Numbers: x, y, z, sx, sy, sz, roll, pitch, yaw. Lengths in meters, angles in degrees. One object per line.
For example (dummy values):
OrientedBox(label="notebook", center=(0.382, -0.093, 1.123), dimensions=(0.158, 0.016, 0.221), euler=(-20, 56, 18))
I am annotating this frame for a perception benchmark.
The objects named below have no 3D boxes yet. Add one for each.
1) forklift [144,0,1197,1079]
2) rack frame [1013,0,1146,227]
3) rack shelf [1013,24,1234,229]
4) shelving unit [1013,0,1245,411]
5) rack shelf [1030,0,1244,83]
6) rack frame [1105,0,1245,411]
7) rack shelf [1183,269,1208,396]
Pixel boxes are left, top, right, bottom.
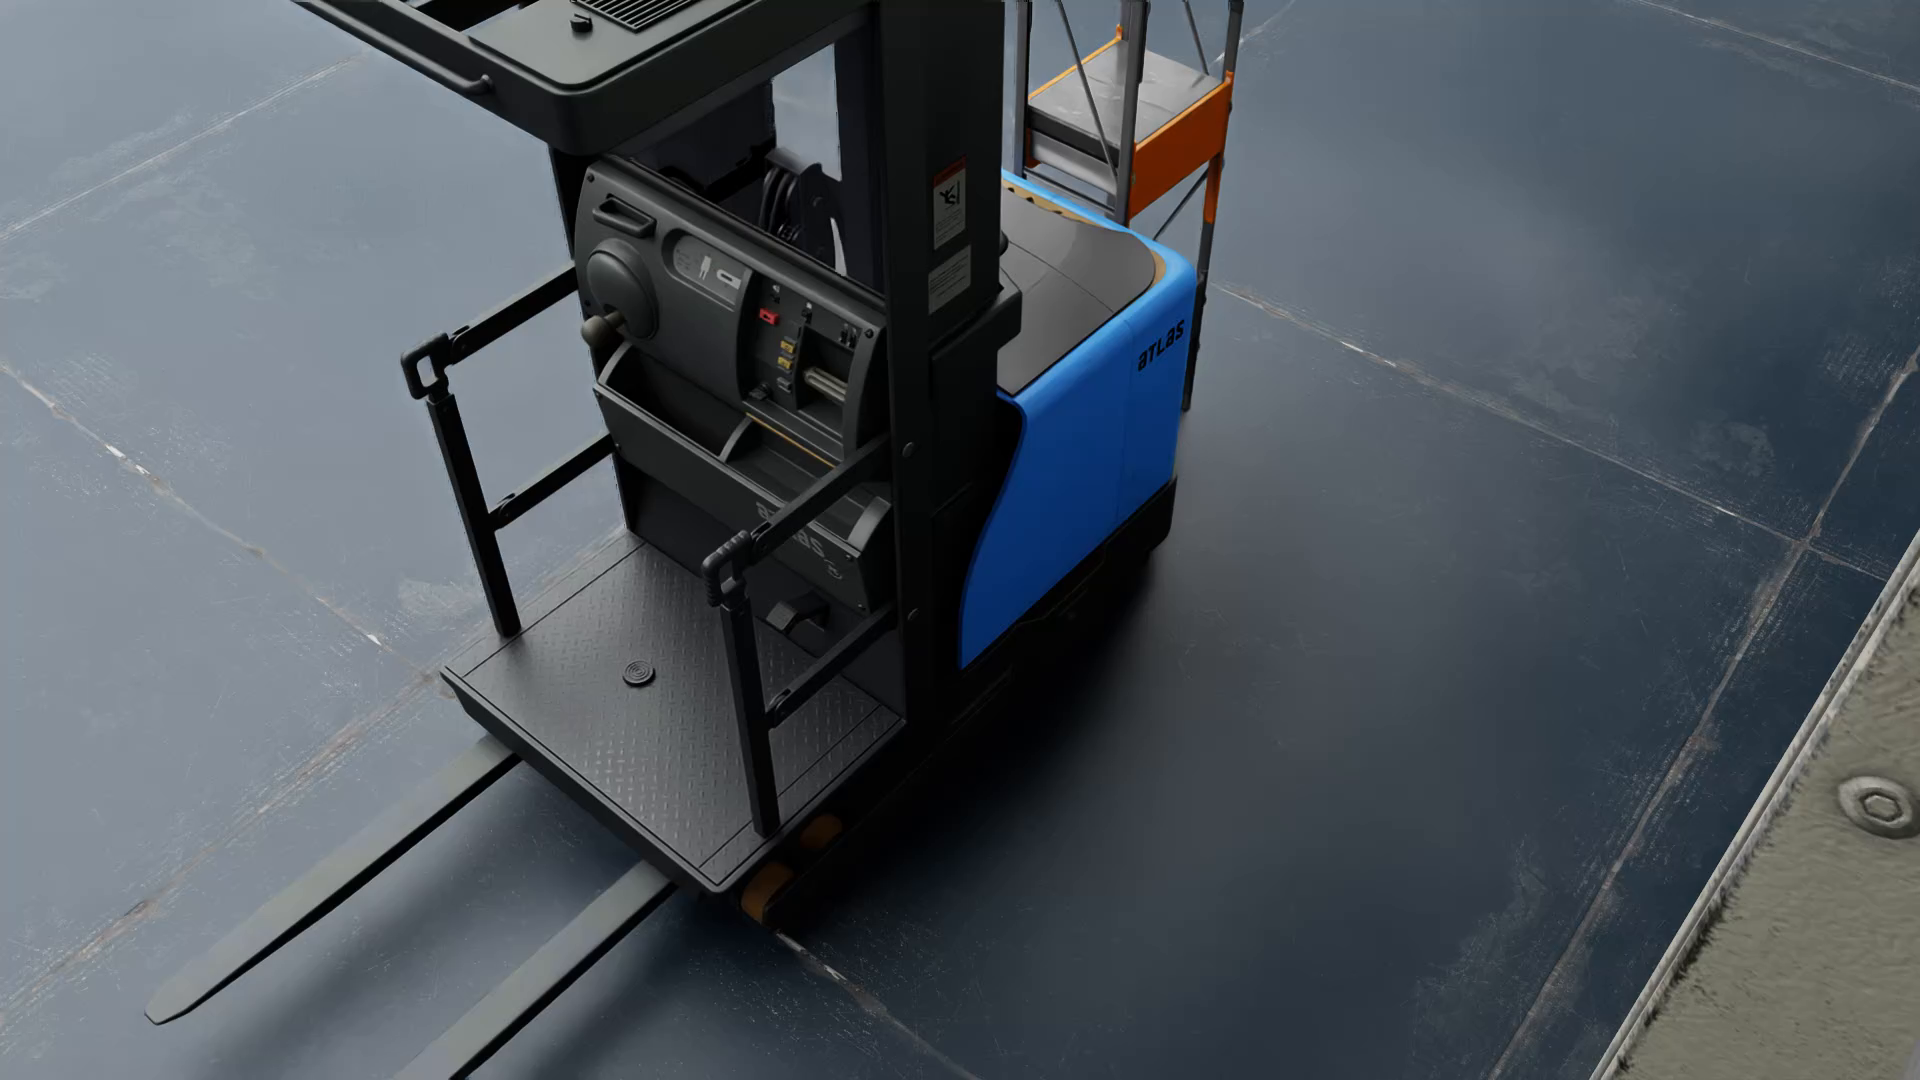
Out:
OrientedBox(label="forklift", center=(-0.678, -0.436, 3.639), dimensions=(1.130, 2.935, 3.031), euler=(32, 54, 27))
OrientedBox(label="rack frame", center=(0.312, -0.992, 4.746), dimensions=(0.400, 2.100, 0.015), euler=(32, 54, 27))
OrientedBox(label="rack shelf", center=(0.470, -1.117, 4.884), dimensions=(0.431, 0.518, 0.480), euler=(32, 54, 27))
OrientedBox(label="shelving unit", center=(0.470, -1.127, 4.874), dimensions=(0.431, 2.100, 0.503), euler=(32, 54, 27))
OrientedBox(label="rack shelf", center=(0.470, -1.601, 4.378), dimensions=(0.431, 0.518, 0.480), euler=(32, 54, 27))
OrientedBox(label="rack frame", center=(0.628, -1.261, 5.003), dimensions=(0.400, 2.100, 0.015), euler=(32, 54, 27))
OrientedBox(label="rack shelf", center=(0.470, -0.634, 5.390), dimensions=(0.431, 0.518, 0.480), euler=(32, 54, 27))
